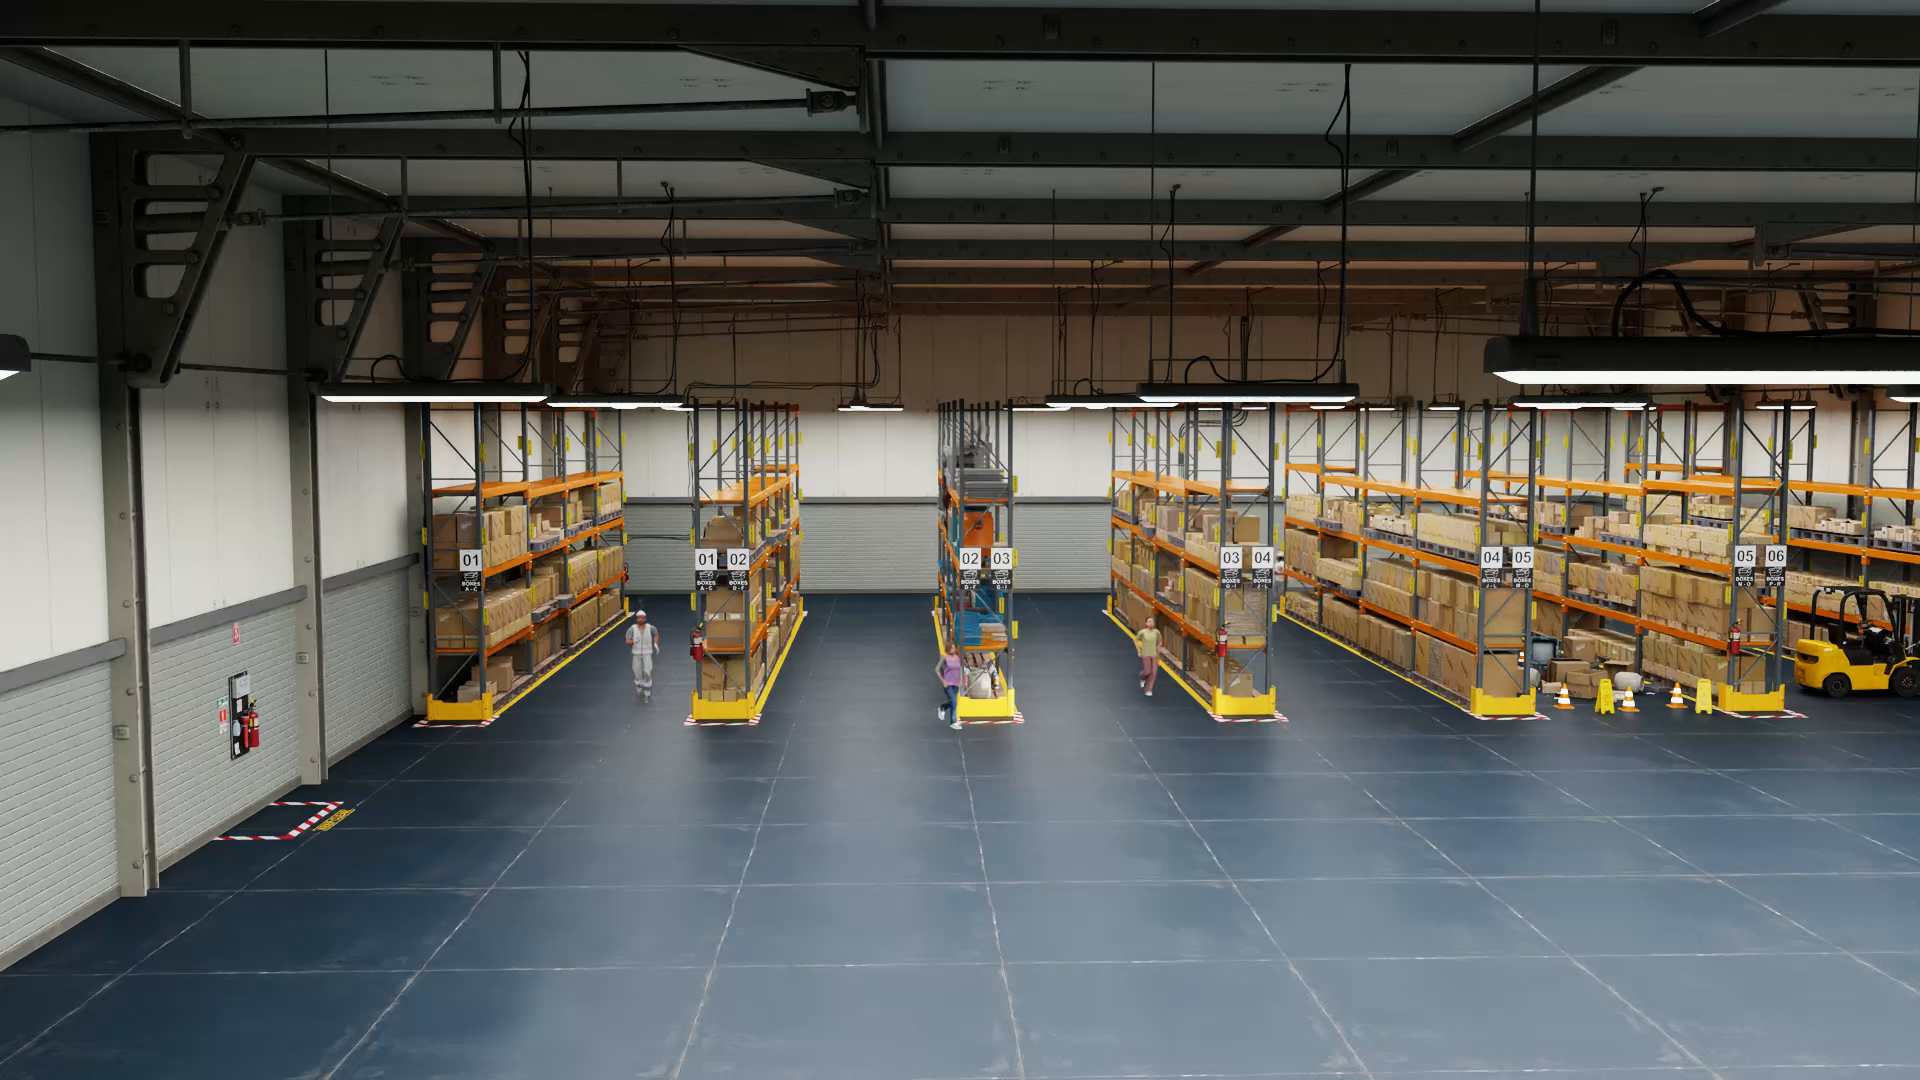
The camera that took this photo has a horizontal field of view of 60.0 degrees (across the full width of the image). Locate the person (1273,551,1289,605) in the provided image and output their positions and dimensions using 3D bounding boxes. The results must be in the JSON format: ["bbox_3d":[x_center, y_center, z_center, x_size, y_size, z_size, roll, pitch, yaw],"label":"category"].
[{"bbox_3d":[9.493,1.194,49.038,0.653,1.762,0.828,-1,4,-9],"label":"person"}]

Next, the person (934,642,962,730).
[{"bbox_3d":[-0.208,2.639,30.355,0.553,1.566,0.732,-3,5,-37],"label":"person"}]

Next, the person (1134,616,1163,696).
[{"bbox_3d":[3.847,2.352,33.759,0.580,1.621,0.558,-1,4,-9],"label":"person"}]

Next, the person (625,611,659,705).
[{"bbox_3d":[-6.305,2.316,33.018,0.648,1.845,0.799,-1,4,-8],"label":"person"}]
